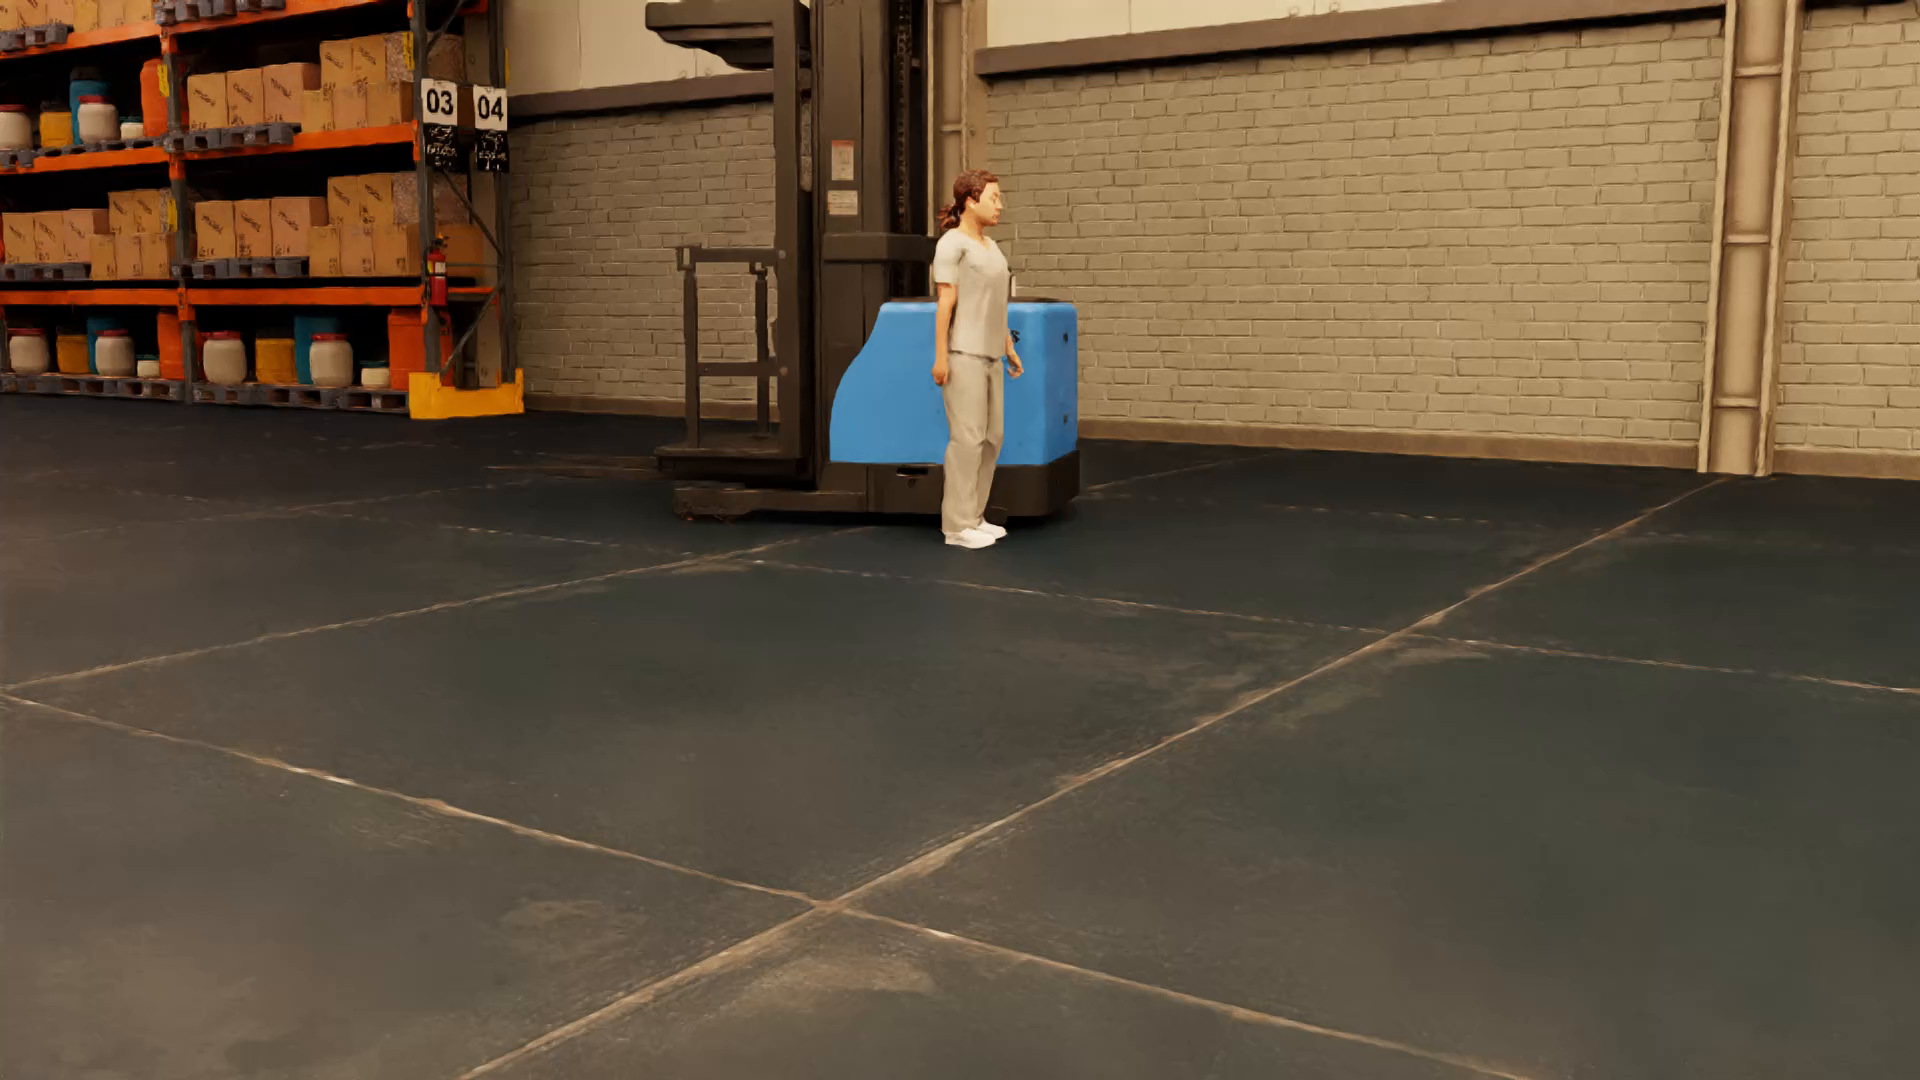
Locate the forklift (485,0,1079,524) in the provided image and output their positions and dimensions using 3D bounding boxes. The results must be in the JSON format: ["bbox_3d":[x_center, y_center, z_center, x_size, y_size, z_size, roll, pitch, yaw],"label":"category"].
[{"bbox_3d":[-0.948,-1.611,8.524,3.031,2.935,1.130,2,8,14],"label":"forklift"}]

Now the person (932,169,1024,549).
[{"bbox_3d":[0.069,-0.812,7.462,0.398,1.668,0.545,5,9,30],"label":"person"}]
